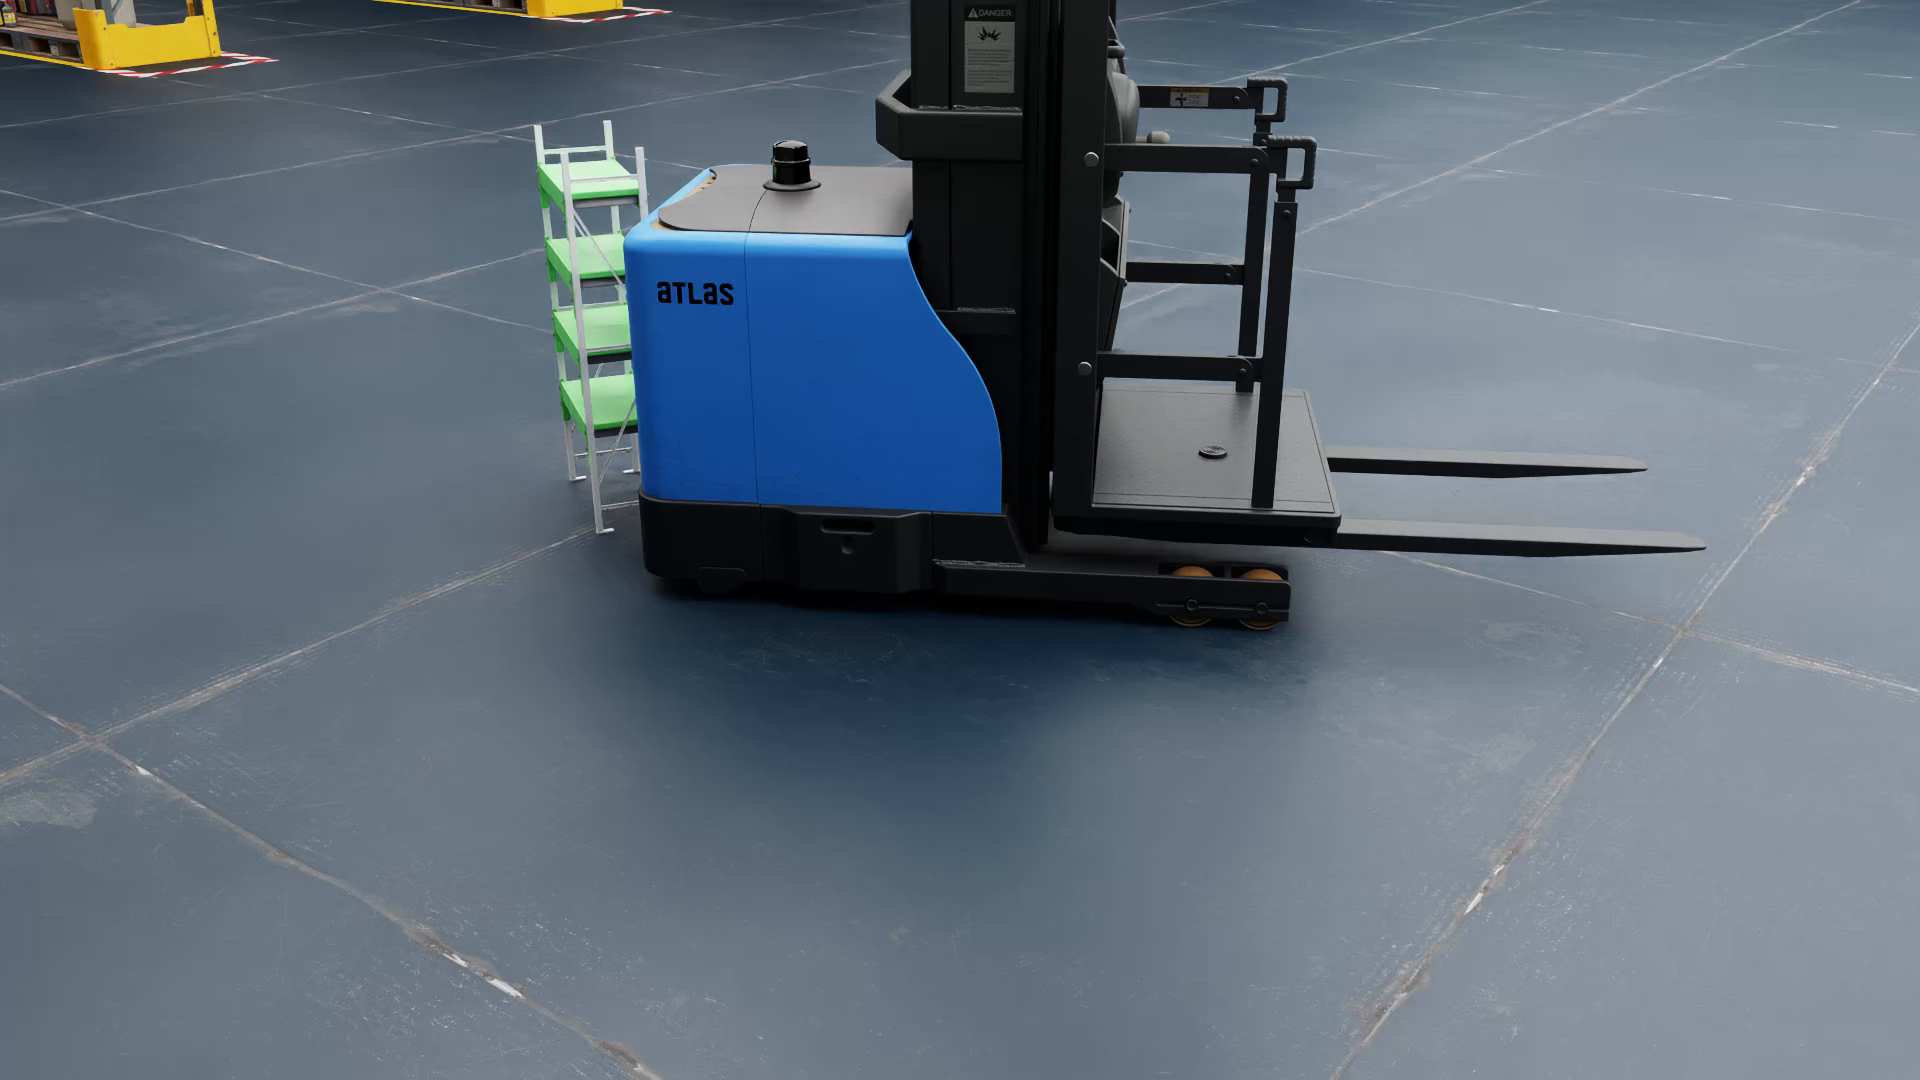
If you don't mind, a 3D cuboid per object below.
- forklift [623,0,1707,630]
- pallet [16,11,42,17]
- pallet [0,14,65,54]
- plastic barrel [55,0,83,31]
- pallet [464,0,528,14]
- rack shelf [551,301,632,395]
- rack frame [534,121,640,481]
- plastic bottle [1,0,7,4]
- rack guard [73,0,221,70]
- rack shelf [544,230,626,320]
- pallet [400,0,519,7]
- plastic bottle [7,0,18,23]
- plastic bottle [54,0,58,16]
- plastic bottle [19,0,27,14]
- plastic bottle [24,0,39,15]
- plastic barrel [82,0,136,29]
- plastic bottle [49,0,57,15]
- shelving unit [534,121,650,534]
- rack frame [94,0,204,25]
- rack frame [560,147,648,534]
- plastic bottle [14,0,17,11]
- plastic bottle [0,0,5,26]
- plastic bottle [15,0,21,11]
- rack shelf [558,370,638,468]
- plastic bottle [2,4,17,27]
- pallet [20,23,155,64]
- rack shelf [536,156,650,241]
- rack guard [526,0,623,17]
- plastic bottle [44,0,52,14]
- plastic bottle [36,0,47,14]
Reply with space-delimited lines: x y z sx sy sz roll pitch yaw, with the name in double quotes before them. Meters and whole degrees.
"forklift" 0.619 -1.315 4.598 3.031 2.935 1.130 2 24 6
"pallet" -9.943 -5.252 16.908 1.213 0.211 1.003 17 29 33
"pallet" -8.962 -4.957 16.239 1.213 0.211 1.003 17 29 33
"plastic barrel" -8.228 -5.046 15.547 0.421 0.512 0.421 0 24 0
"pallet" -4.973 -6.285 19.252 1.213 0.211 1.003 17 29 33
"rack shelf" -1.137 -0.621 5.330 0.258 0.148 0.480 -9 25 -20
"rack frame" -1.228 -0.771 5.512 0.240 1.200 0.015 -9 25 -20
"plastic bottle" -9.172 -5.064 15.855 0.135 0.276 0.152 17 29 34
"rack guard" -7.343 -4.596 15.061 0.348 0.500 1.175 17 29 33
"rack shelf" -1.137 -0.841 5.234 0.258 0.148 0.480 -9 25 -20
"pallet" -5.945 -6.580 19.922 1.213 0.211 1.003 17 29 33
"plastic bottle" -9.109 -5.102 15.932 0.133 0.283 0.061 17 29 33
"plastic bottle" -8.952 -5.327 16.546 0.097 0.201 0.097 0 24 0
"plastic bottle" -9.396 -5.436 16.690 0.133 0.283 0.061 17 29 33
"plastic bottle" -9.291 -5.400 16.609 0.133 0.283 0.061 17 29 33
"plastic barrel" -7.827 -4.925 15.272 0.421 0.512 0.421 0 24 0
"plastic bottle" -9.035 -5.384 16.589 0.097 0.271 0.097 0 24 0
"shelving unit" -1.137 -0.680 5.305 0.258 1.200 0.503 -9 25 -20
"rack frame" -7.254 -5.737 14.550 0.127 3.000 1.000 17 29 33
"rack frame" -1.046 -0.588 5.097 0.240 1.200 0.015 -9 25 -20
"plastic bottle" -9.682 -5.496 16.836 0.135 0.276 0.152 17 29 33
"plastic bottle" -9.091 -5.020 15.746 0.133 0.283 0.061 18 29 35
"plastic bottle" -9.613 -5.584 16.943 0.185 0.351 0.144 15 28 31
"rack shelf" -1.137 -0.402 5.427 0.258 0.148 0.480 -9 25 -20
"plastic bottle" -8.987 -4.960 15.712 0.097 0.201 0.097 0 24 0
"pallet" -7.990 -4.662 15.569 1.213 0.211 1.003 17 29 33
"rack shelf" -1.137 -1.061 5.137 0.258 0.148 0.480 -9 25 -20
"rack guard" -4.345 -6.209 18.722 0.348 0.500 1.175 17 29 33
"plastic bottle" -9.116 -5.377 16.659 0.097 0.201 0.097 0 24 0
"plastic bottle" -9.227 -5.431 16.688 0.135 0.276 0.152 17 29 34
